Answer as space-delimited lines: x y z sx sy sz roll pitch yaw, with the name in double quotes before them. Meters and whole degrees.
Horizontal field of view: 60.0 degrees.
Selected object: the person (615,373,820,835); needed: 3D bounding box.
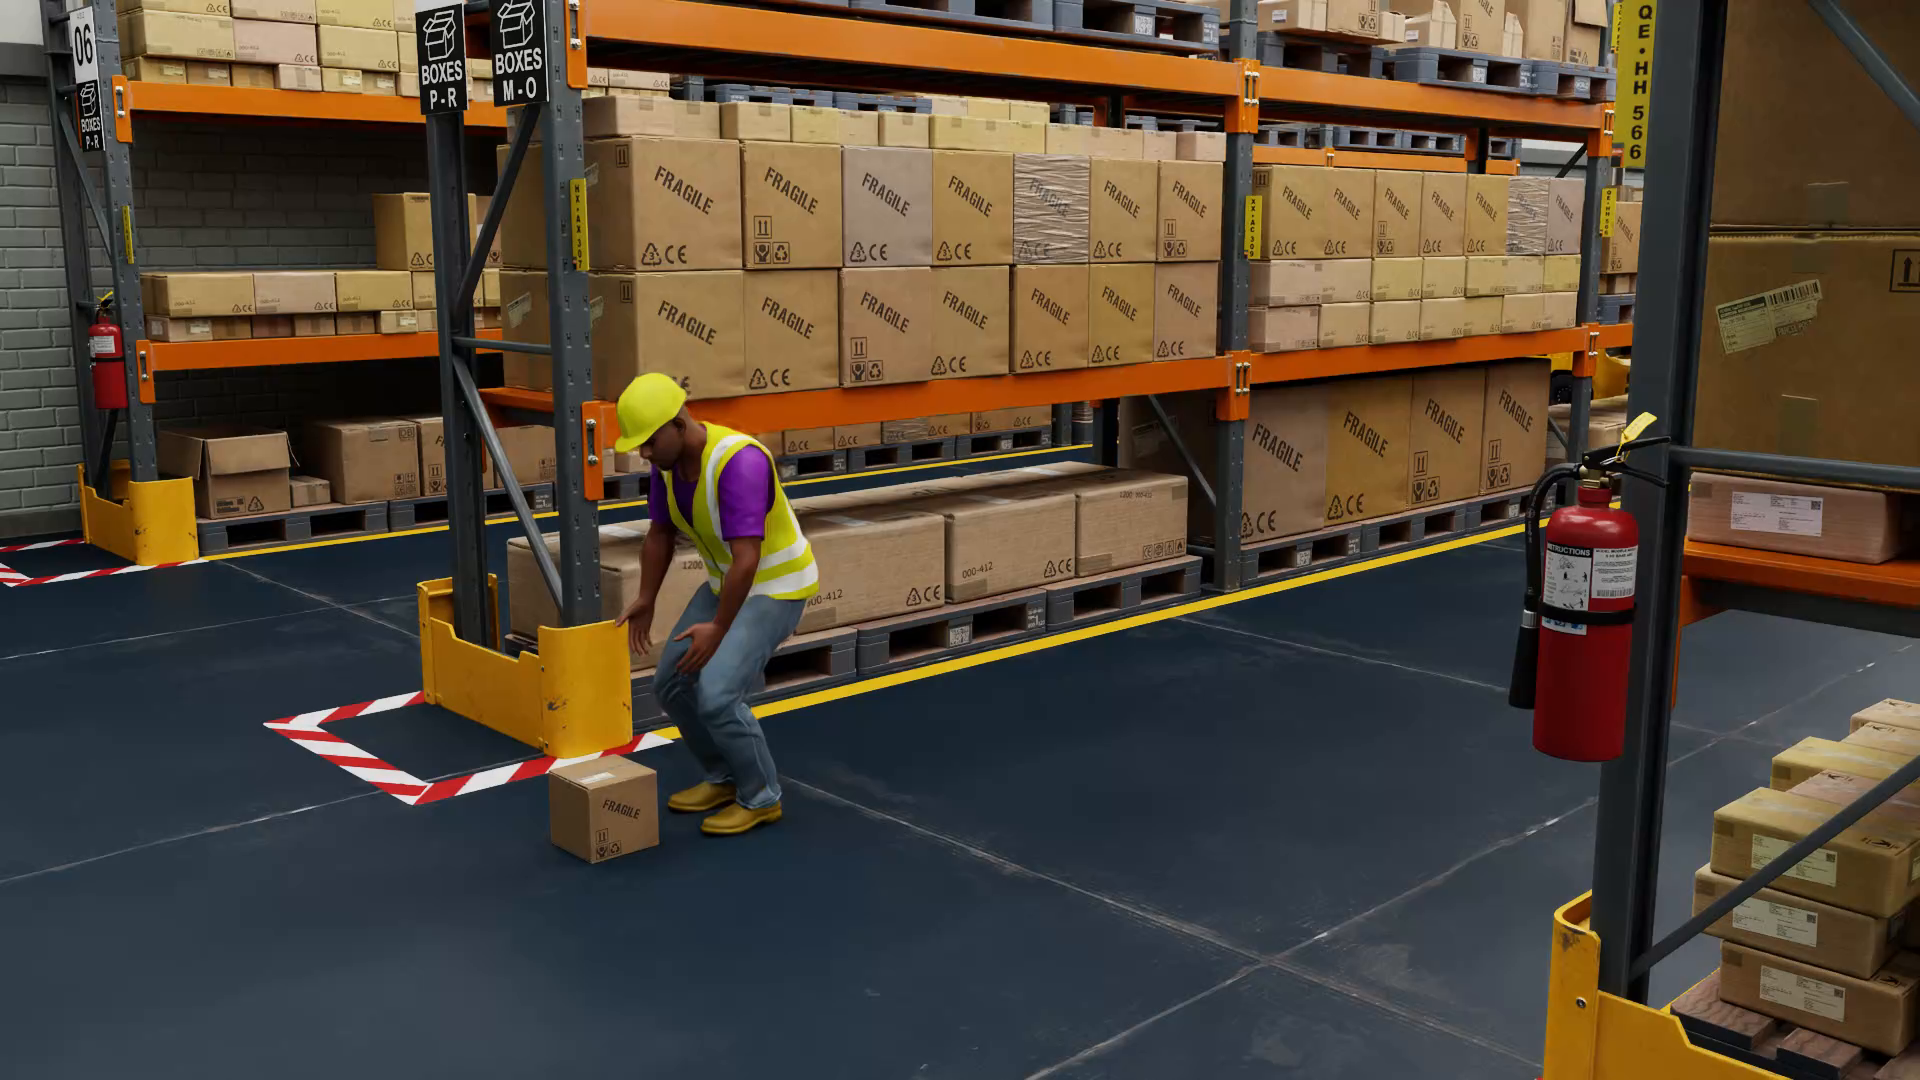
"person" -0.792 0.198 5.469 0.687 1.517 0.627 -8 13 -37
